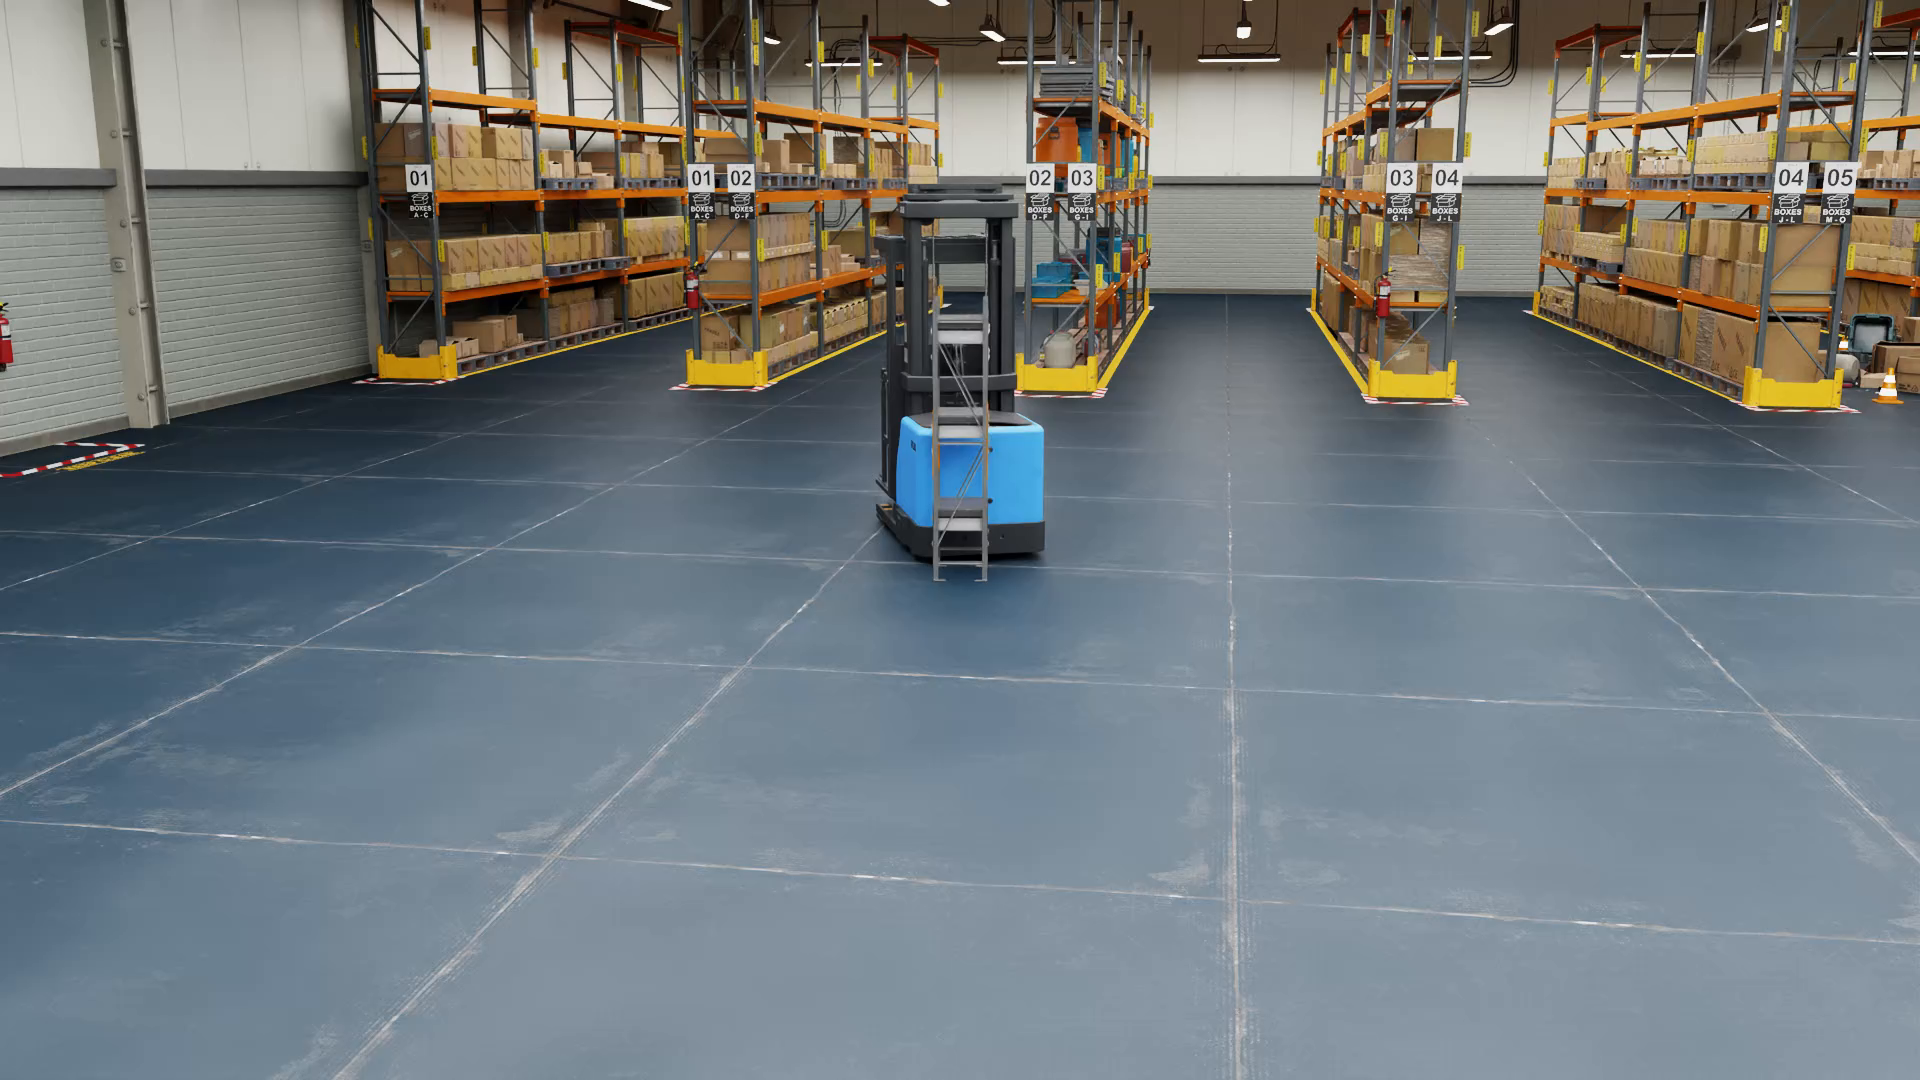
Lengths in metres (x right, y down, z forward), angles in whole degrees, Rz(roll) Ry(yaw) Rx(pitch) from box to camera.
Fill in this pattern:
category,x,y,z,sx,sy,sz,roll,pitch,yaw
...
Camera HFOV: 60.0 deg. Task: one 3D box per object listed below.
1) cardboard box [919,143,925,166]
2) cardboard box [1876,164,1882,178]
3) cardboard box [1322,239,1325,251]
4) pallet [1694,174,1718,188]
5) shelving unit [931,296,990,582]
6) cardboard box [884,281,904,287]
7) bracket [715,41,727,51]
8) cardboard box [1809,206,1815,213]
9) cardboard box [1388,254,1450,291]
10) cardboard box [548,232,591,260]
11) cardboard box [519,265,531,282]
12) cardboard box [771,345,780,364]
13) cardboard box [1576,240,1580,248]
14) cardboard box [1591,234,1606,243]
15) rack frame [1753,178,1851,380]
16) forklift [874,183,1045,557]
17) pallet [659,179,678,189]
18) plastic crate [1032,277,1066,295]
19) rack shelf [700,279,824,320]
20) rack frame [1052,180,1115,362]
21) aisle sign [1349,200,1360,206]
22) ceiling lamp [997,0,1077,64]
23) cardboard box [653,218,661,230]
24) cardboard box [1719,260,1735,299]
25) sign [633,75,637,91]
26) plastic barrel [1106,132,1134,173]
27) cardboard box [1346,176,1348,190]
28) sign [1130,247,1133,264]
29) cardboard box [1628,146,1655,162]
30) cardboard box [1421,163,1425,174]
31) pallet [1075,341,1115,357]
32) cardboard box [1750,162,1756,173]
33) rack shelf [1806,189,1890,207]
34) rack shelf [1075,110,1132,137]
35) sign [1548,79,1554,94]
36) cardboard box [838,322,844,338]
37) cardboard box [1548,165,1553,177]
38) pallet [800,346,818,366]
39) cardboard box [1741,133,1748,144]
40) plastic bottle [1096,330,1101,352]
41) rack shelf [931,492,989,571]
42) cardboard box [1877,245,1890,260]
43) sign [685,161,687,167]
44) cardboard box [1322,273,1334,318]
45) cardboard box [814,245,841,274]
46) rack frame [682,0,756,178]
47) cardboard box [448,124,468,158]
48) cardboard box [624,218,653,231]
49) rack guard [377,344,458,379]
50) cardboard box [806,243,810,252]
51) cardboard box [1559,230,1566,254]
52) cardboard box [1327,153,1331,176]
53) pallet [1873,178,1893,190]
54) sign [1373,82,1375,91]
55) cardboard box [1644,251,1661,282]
category,x,y,z,sx,sy,sz,roll,pitch,yaw
cardboard box,-1.194,-8.814,38.040,0.700,0.500,0.500,2,12,9
cardboard box,17.338,-6.888,31.035,0.396,0.266,0.258,3,13,13
cardboard box,8.218,-6.464,36.516,0.500,0.250,0.500,2,12,8
pallet,11.692,-5.378,24.917,1.003,0.211,1.213,2,12,9
shelving unit,0.006,-0.764,12.556,0.431,2.100,0.503,0,12,1
cardboard box,-1.331,-5.680,38.109,0.797,0.503,0.637,2,12,9
bracket,-6.048,-12.470,41.954,0.235,0.232,0.430,2,12,9
cardboard box,17.980,-6.896,34.720,0.380,0.149,0.250,2,12,9
cardboard box,6.439,-3.782,23.478,0.875,0.500,0.500,2,12,9
cardboard box,-7.358,-5.526,31.235,0.700,0.500,0.500,2,12,9
cardboard box,-7.599,-4.513,28.121,0.500,0.250,0.500,2,12,9
cardboard box,-3.085,-2.865,25.699,0.500,0.250,0.500,2,12,9
cardboard box,12.505,-5.897,33.129,0.380,0.149,0.250,2,12,8
cardboard box,12.307,-5.771,31.838,0.380,0.149,0.250,2,12,10
rack frame,11.213,-3.292,22.149,1.000,3.000,0.127,2,12,9
forklift,-0.127,-1.561,14.282,1.130,2.935,3.031,-3,12,-12
pallet,-6.603,-7.634,35.629,0.805,0.209,1.217,1,12,6
plastic crate,1.320,-3.810,24.907,0.499,0.251,0.408,2,12,9
rack shelf,-3.153,-3.860,26.493,1.077,0.370,4.000,2,12,9
rack frame,2.049,-4.467,27.601,1.000,3.000,0.127,2,12,9
aisle sign,9.096,-8.081,38.198,0.394,0.787,0.004,2,12,9
ceiling lamp,1.885,-13.389,40.906,2.000,3.185,0.800,2,12,9
cardboard box,-6.574,-6.600,34.727,0.500,0.250,0.500,2,12,7
cardboard box,11.539,-3.783,24.073,0.875,0.550,0.500,2,12,9
sign,-7.055,-9.943,36.178,0.100,0.325,0.005,2,12,9
plastic barrel,3.168,-7.689,33.243,0.600,0.901,0.708,2,12,9
cardboard box,7.234,-6.443,30.004,0.500,0.250,0.500,2,12,10
sign,3.208,-5.363,31.371,0.100,0.325,0.005,2,12,9
cardboard box,12.249,-6.939,29.899,0.396,0.266,0.258,2,12,9
cardboard box,6.651,-5.219,23.380,0.380,0.149,0.250,2,12,8
pallet,2.131,-3.269,28.659,1.003,0.211,1.213,2,12,9
cardboard box,11.007,-5.076,22.668,0.380,0.149,0.250,2,12,9
rack shelf,18.273,-7.182,34.785,1.077,0.370,4.000,2,12,9
rack shelf,2.356,-7.269,29.018,1.077,0.370,4.000,2,12,9
sign,13.137,-10.068,36.947,0.100,0.325,0.005,2,12,9
cardboard box,-2.382,-3.780,29.941,0.500,0.250,0.500,1,12,7
cardboard box,13.348,-8.175,36.856,0.500,0.250,0.500,2,12,10
pallet,-3.009,-3.101,27.881,1.003,0.211,1.213,2,12,9
cardboard box,11.087,-5.572,23.077,0.380,0.149,0.250,2,12,9
plastic bottle,2.234,-3.244,27.168,0.144,0.351,0.185,2,12,7
rack shelf,0.006,-0.067,12.707,0.431,0.518,0.480,0,12,1
cardboard box,17.307,-5.312,30.692,0.500,0.250,0.500,2,12,7
sign,-5.973,-8.311,36.342,0.100,0.325,0.005,2,12,9
cardboard box,8.094,-5.005,34.142,1.225,0.875,0.875,2,12,9
cardboard box,-2.472,-5.160,30.579,0.500,0.500,0.500,1,12,6
rack frame,-3.460,-6.728,23.853,1.000,3.000,0.127,2,12,9
cardboard box,-7.930,-6.144,25.605,0.500,0.500,0.500,2,12,8
cardboard box,-6.646,-6.494,34.233,0.500,0.250,0.500,2,12,9
rack guard,-8.344,-2.749,25.563,1.175,0.500,0.348,2,12,9
cardboard box,-2.715,-4.879,27.737,0.380,0.149,0.250,2,12,7
cardboard box,13.012,-6.306,35.190,0.500,0.500,0.500,2,12,8
cardboard box,8.555,-8.351,37.030,0.700,0.500,0.500,1,12,7
pallet,17.565,-6.561,30.644,1.003,0.211,1.213,2,12,11
sign,9.322,-10.212,37.613,0.100,0.325,0.005,2,12,9
cardboard box,11.875,-4.607,28.013,0.500,0.500,0.500,2,12,8
